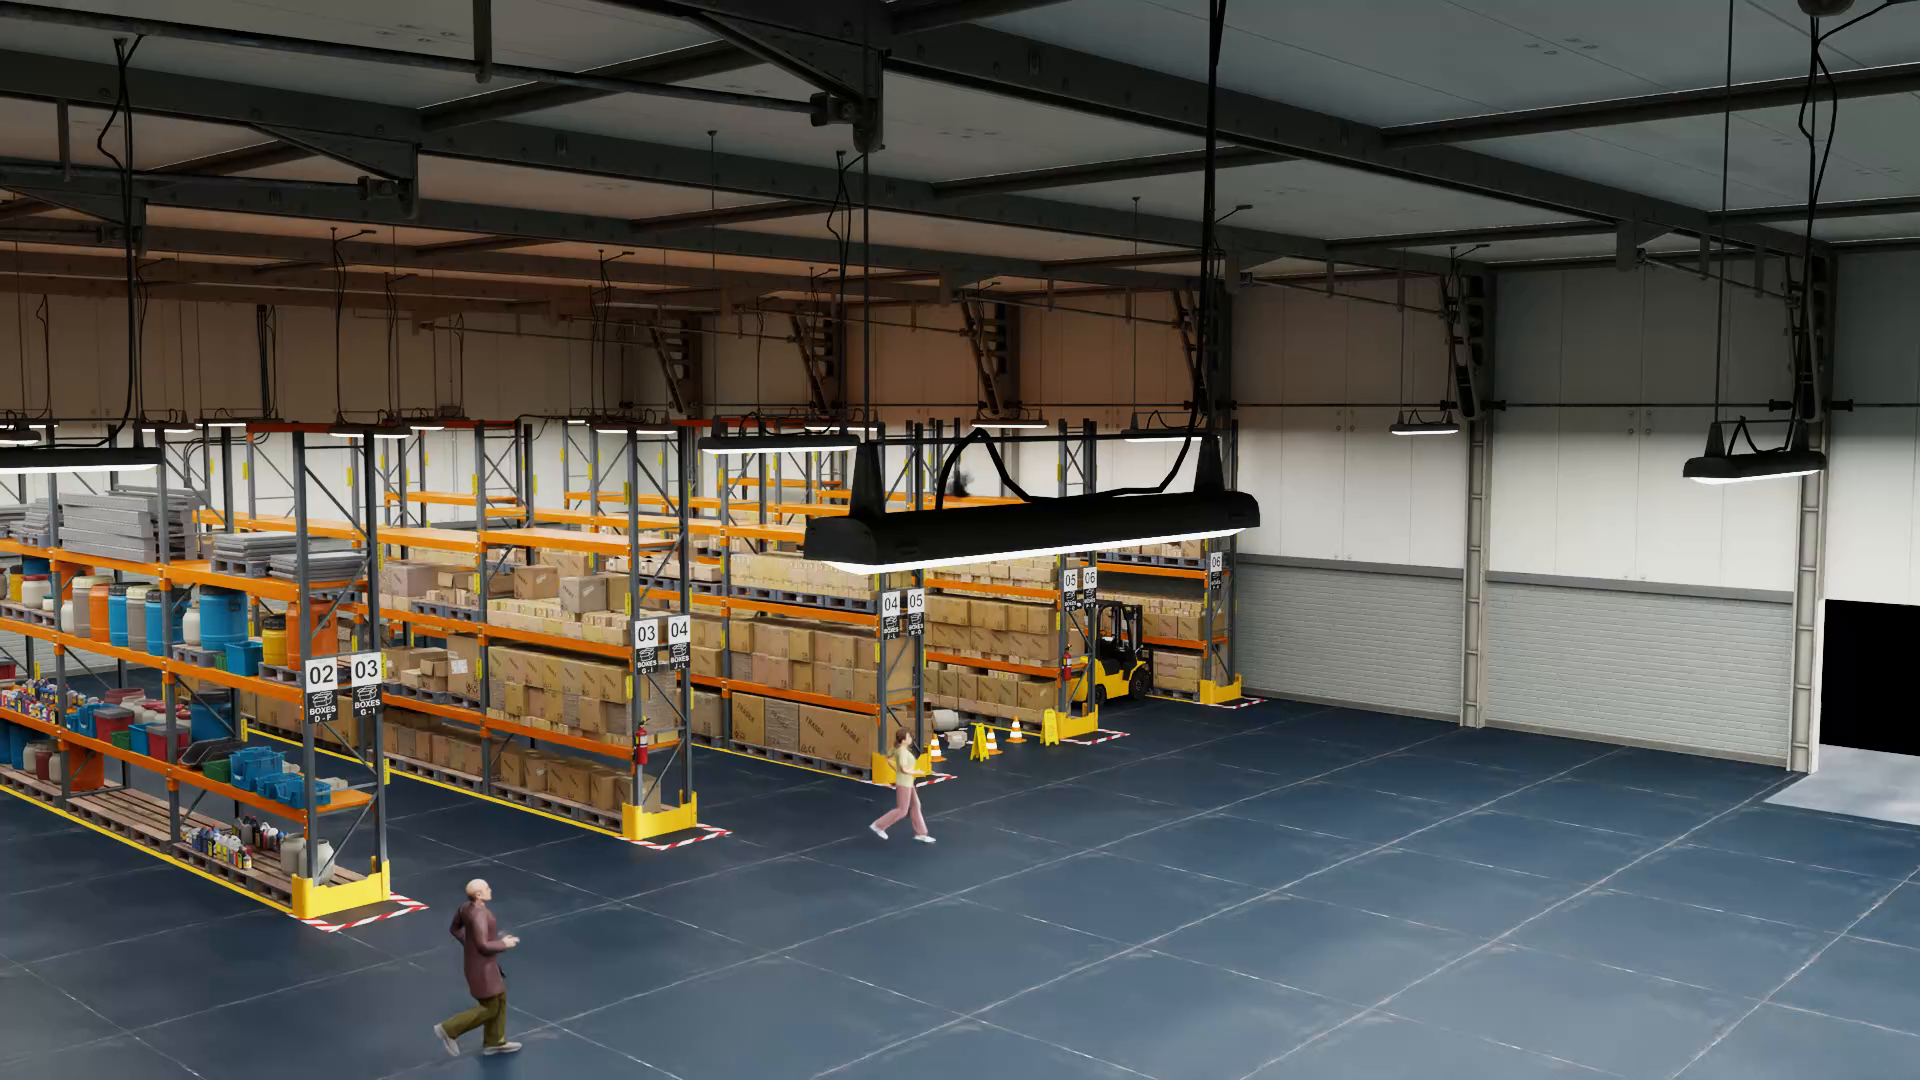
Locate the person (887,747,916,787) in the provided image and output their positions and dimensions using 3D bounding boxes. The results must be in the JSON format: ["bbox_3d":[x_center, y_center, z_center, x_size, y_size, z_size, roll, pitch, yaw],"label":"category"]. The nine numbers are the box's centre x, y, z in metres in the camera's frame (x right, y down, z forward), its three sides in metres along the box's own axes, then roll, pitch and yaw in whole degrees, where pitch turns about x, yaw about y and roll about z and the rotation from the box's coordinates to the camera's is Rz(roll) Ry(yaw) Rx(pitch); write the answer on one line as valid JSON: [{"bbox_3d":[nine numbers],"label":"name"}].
[{"bbox_3d":[-0.832,3.246,23.863,0.376,0.578,0.542,-1,5,-10],"label":"person"}]

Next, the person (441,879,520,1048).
[{"bbox_3d":[-4.653,4.100,16.070,0.757,1.674,0.678,-2,5,-28],"label":"person"}]
